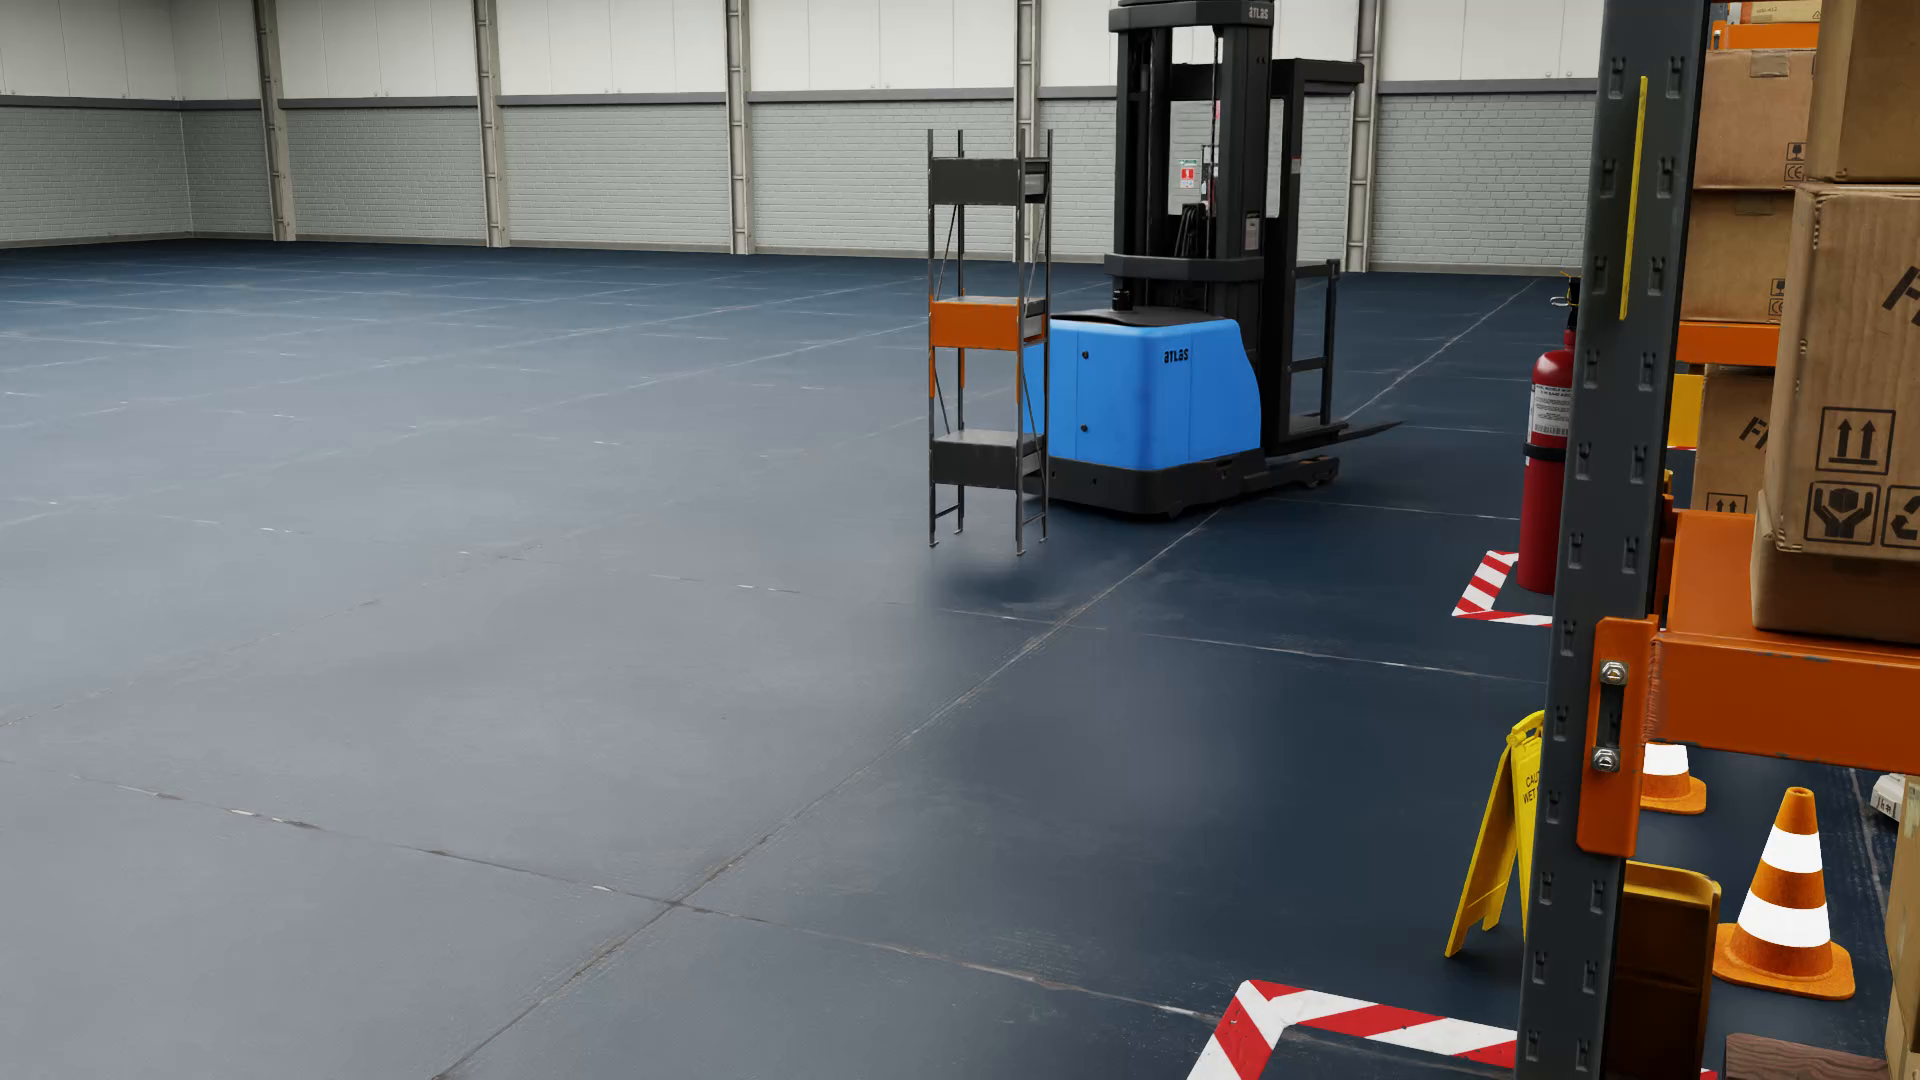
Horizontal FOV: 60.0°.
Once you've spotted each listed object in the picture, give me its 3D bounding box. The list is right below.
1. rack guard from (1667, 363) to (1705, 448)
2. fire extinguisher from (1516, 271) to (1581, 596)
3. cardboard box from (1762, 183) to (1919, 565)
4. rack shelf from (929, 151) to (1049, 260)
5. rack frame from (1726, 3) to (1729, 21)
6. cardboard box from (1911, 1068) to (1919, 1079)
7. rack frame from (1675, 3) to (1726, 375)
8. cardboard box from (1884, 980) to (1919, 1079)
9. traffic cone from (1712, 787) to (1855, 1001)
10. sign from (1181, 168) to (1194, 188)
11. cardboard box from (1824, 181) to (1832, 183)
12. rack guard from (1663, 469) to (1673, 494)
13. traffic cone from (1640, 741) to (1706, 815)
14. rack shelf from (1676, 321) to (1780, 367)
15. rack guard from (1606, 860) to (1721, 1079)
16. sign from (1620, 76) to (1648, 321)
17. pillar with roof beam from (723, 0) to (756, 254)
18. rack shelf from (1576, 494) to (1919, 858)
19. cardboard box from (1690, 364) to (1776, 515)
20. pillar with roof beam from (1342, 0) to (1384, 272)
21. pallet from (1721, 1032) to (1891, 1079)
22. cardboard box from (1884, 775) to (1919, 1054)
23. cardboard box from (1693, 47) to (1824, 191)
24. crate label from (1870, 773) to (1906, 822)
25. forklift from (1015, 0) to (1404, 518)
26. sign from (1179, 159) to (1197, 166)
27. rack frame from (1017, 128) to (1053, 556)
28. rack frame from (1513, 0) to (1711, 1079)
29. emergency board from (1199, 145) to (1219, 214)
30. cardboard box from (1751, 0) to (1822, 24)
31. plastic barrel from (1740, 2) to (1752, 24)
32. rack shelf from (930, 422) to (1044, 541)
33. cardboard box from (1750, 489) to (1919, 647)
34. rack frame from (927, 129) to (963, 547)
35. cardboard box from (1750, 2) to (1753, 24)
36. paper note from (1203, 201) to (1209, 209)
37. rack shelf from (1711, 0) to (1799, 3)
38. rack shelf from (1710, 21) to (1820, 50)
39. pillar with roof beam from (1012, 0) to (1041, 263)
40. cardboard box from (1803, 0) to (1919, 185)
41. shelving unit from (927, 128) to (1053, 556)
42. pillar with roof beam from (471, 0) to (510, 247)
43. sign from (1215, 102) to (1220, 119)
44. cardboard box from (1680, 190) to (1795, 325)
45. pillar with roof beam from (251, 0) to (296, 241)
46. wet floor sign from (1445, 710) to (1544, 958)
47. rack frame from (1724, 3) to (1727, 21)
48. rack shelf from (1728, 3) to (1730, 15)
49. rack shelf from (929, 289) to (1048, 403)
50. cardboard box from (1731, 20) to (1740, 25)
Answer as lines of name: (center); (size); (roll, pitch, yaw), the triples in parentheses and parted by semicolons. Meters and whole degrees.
rack guard: (5.234, -1.008, 11.956); (0.348, 0.500, 1.175); (6, 14, 23)
fire extinguisher: (1.233, -0.231, 3.344); (0.183, 0.674, 0.296); (6, 14, 23)
cardboard box: (1.471, -0.254, 2.401); (0.500, 0.500, 0.500); (6, 14, 22)
rack shelf: (0.151, -1.675, 8.293); (0.480, 0.518, 0.431); (6, 14, 23)
rack frame: (9.180, -7.221, 19.832); (0.127, 3.000, 1.000); (6, 14, 23)
cardboard box: (1.776, 1.104, 2.581); (0.500, 0.250, 0.500); (6, 14, 23)
rack frame: (5.165, -2.232, 11.701); (0.127, 3.000, 1.000); (6, 14, 23)
cardboard box: (2.021, 0.993, 3.057); (0.500, 0.250, 0.500); (6, 14, 23)
traffic cone: (2.066, 0.843, 4.148); (0.334, 0.463, 0.336); (6, 14, 23)
sign: (3.980, -6.334, 29.102); (0.234, 0.329, 0.001); (6, 14, 23)
cardboard box: (1.758, -0.363, 2.865); (0.500, 0.500, 0.500); (6, 14, 22)
rack guard: (3.041, 0.009, 7.621); (0.348, 0.500, 1.175); (6, 14, 23)
traffic cone: (2.205, 0.580, 5.270); (0.334, 0.463, 0.336); (6, 14, 23)
rack shelf: (4.892, -0.670, 6.619); (4.000, 0.370, 1.077); (6, 14, 23)
rack guard: (1.220, 1.062, 3.135); (0.348, 0.500, 1.175); (6, 14, 23)
sign: (0.931, -0.470, 2.298); (0.005, 0.325, 0.100); (6, 14, 23)
pillar with roof beam: (-6.027, -9.139, 28.002); (0.400, 9.000, 9.100); (6, 14, 23)
rack shelf: (2.979, 0.373, 2.173); (4.000, 0.370, 1.077); (6, 14, 23)
cardboard box: (3.710, -0.326, 7.312); (0.875, 0.875, 0.875); (6, 14, 24)
pillar with roof beam: (4.944, -8.028, 23.270); (0.400, 9.000, 9.100); (6, 14, 23)
pallet: (1.949, 1.285, 2.816); (1.213, 0.211, 1.003); (6, 14, 23)
cardboard box: (1.989, 0.627, 2.976); (0.500, 0.500, 0.500); (6, 14, 24)
cardboard box: (3.387, -1.762, 7.004); (0.550, 0.550, 0.875); (6, 14, 23)
crate label: (2.949, 0.798, 5.053); (0.298, 0.136, 0.250); (-1, 13, -6)
forklift: (1.696, -1.817, 10.081); (1.130, 2.935, 3.031); (13, 18, 43)
sign: (3.981, -6.589, 29.032); (0.331, 0.109, 0.001); (6, 14, 23)
rack frame: (0.374, -0.984, 8.353); (0.015, 2.100, 0.400); (6, 14, 23)
rack frame: (1.151, -0.162, 2.880); (0.127, 3.000, 1.000); (6, 14, 23)
emergency board: (4.444, -6.243, 28.796); (0.643, 1.169, 0.194); (6, 14, 23)
cardboard box: (5.500, -3.521, 10.955); (0.500, 0.250, 0.500); (6, 15, 25)
plastic barrel: (7.666, -5.122, 15.591); (0.708, 0.830, 0.600); (6, 14, 23)
rack shelf: (0.151, -0.312, 8.613); (0.480, 0.518, 0.431); (6, 14, 23)
cardboard box: (1.377, 0.035, 2.590); (0.250, 0.149, 0.380); (6, 14, 23)
rack frame: (-0.072, -1.029, 8.546); (0.015, 2.100, 0.400); (6, 14, 23)
cardboard box: (5.708, -3.628, 11.411); (0.500, 0.250, 0.500); (6, 15, 25)
paper note: (4.310, -5.845, 29.028); (0.142, 0.148, 0.016); (6, 14, 23)
rack shelf: (4.892, -2.130, 6.276); (4.000, 0.370, 1.077); (6, 14, 23)
rack shelf: (6.993, -3.157, 10.652); (4.000, 0.370, 1.077); (6, 14, 23)
pillar with roof beam: (-0.541, -8.583, 25.636); (0.400, 9.000, 9.100); (6, 14, 23)
cardboard box: (1.706, -0.841, 2.713); (0.500, 0.500, 0.700); (5, 14, 22)
shelving unit: (0.151, -1.007, 8.450); (0.503, 2.100, 0.431); (6, 14, 23)
pillar with roof beam: (-11.513, -9.694, 30.368); (0.400, 9.000, 9.100); (6, 14, 23)
sign: (4.477, -7.394, 28.623); (0.199, 0.298, 0.001); (6, 14, 23)
cardboard box: (3.421, -1.254, 7.202); (0.550, 0.550, 0.875); (6, 14, 23)
pillar with roof beam: (-16.999, -10.249, 32.734); (0.400, 9.000, 9.100); (6, 14, 23)
wet floor sign: (1.410, 0.743, 4.176); (0.232, 0.644, 0.267); (12, 18, 42)
rack frame: (7.171, -6.187, 15.424); (0.127, 3.000, 1.000); (6, 14, 23)
rack shelf: (13.012, -7.720, 23.536); (4.000, 0.370, 1.077); (6, 14, 23)
rack shelf: (0.151, -0.994, 8.453); (0.480, 0.518, 0.431); (6, 14, 23)
cardboard box: (11.437, -7.255, 24.089); (0.500, 0.500, 0.500); (5, 14, 19)
